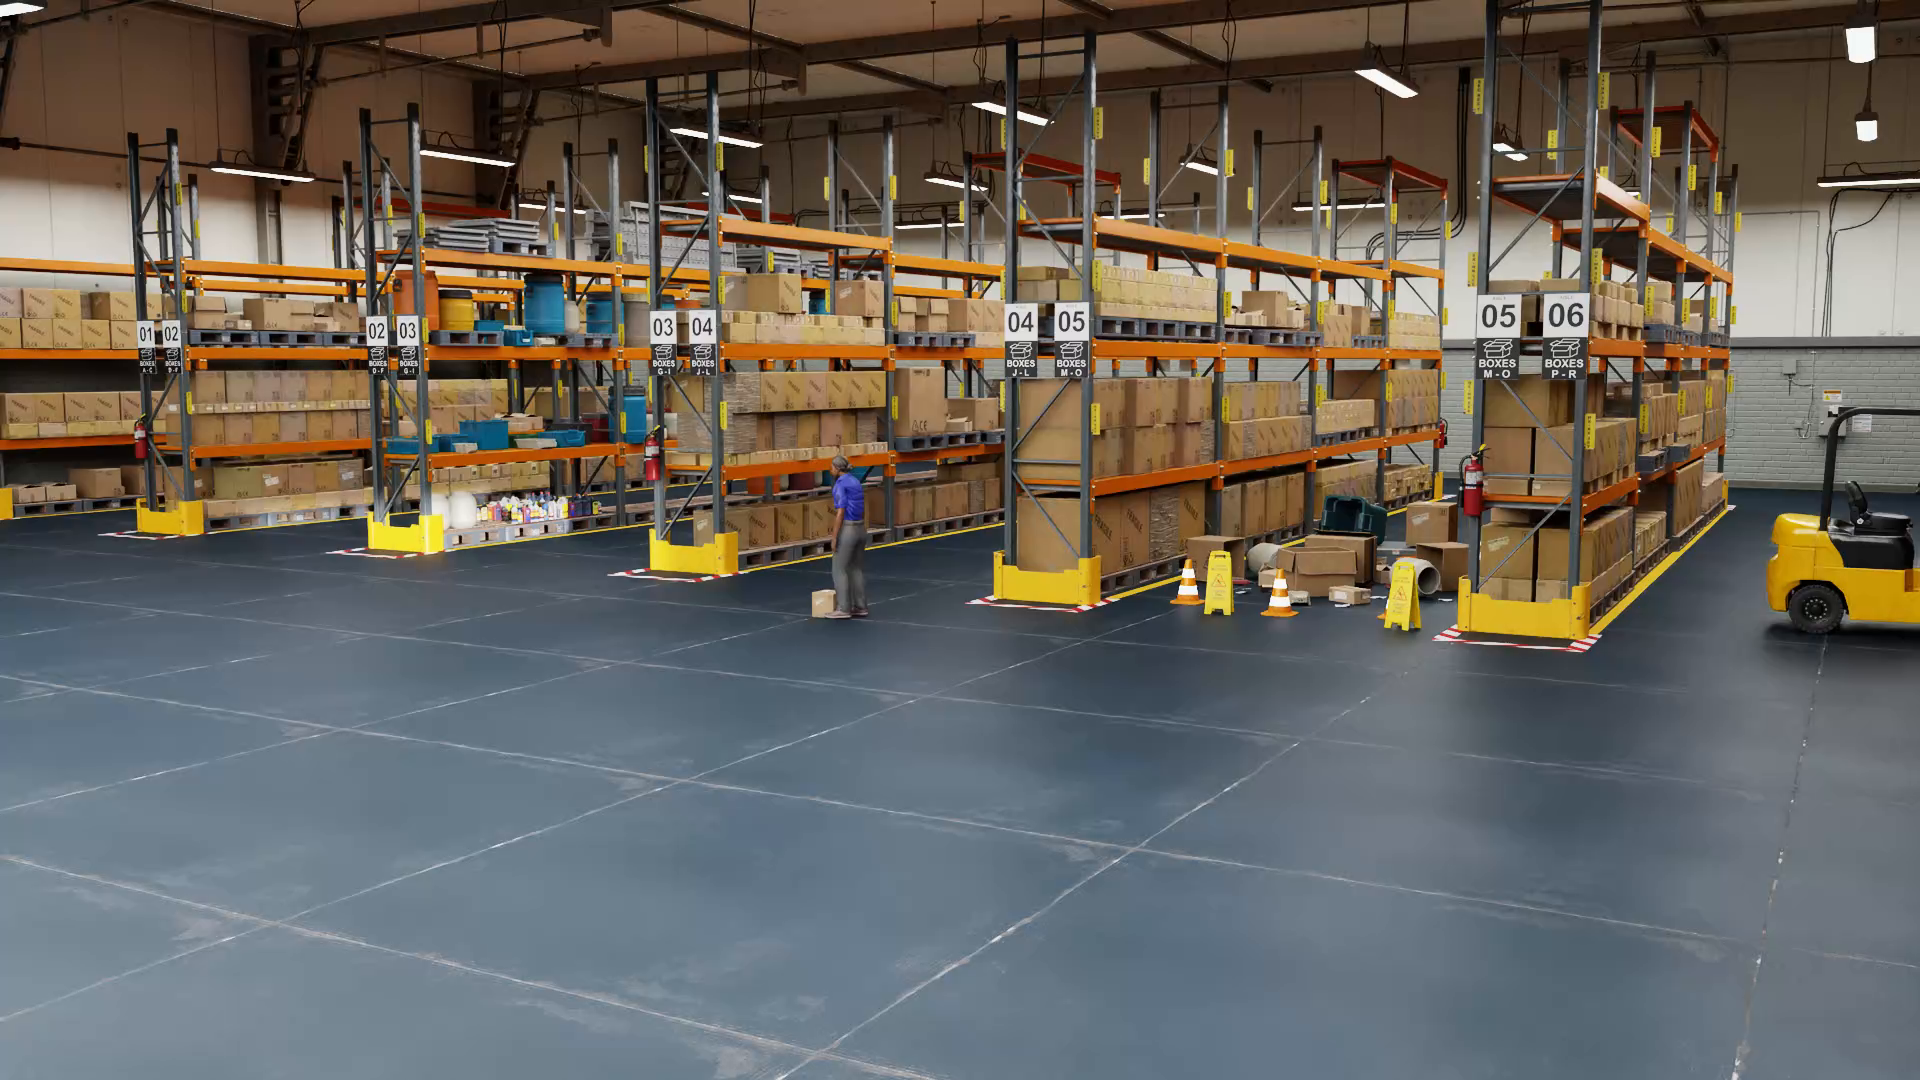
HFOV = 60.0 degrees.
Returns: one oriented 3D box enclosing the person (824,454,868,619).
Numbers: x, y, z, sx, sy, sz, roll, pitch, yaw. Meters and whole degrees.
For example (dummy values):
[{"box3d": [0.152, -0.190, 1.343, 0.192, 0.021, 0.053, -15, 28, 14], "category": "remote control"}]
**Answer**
[{"box3d": [-1.143, -0.038, 16.750, 0.392, 1.654, 0.512, 3, 7, 28], "category": "person"}]
